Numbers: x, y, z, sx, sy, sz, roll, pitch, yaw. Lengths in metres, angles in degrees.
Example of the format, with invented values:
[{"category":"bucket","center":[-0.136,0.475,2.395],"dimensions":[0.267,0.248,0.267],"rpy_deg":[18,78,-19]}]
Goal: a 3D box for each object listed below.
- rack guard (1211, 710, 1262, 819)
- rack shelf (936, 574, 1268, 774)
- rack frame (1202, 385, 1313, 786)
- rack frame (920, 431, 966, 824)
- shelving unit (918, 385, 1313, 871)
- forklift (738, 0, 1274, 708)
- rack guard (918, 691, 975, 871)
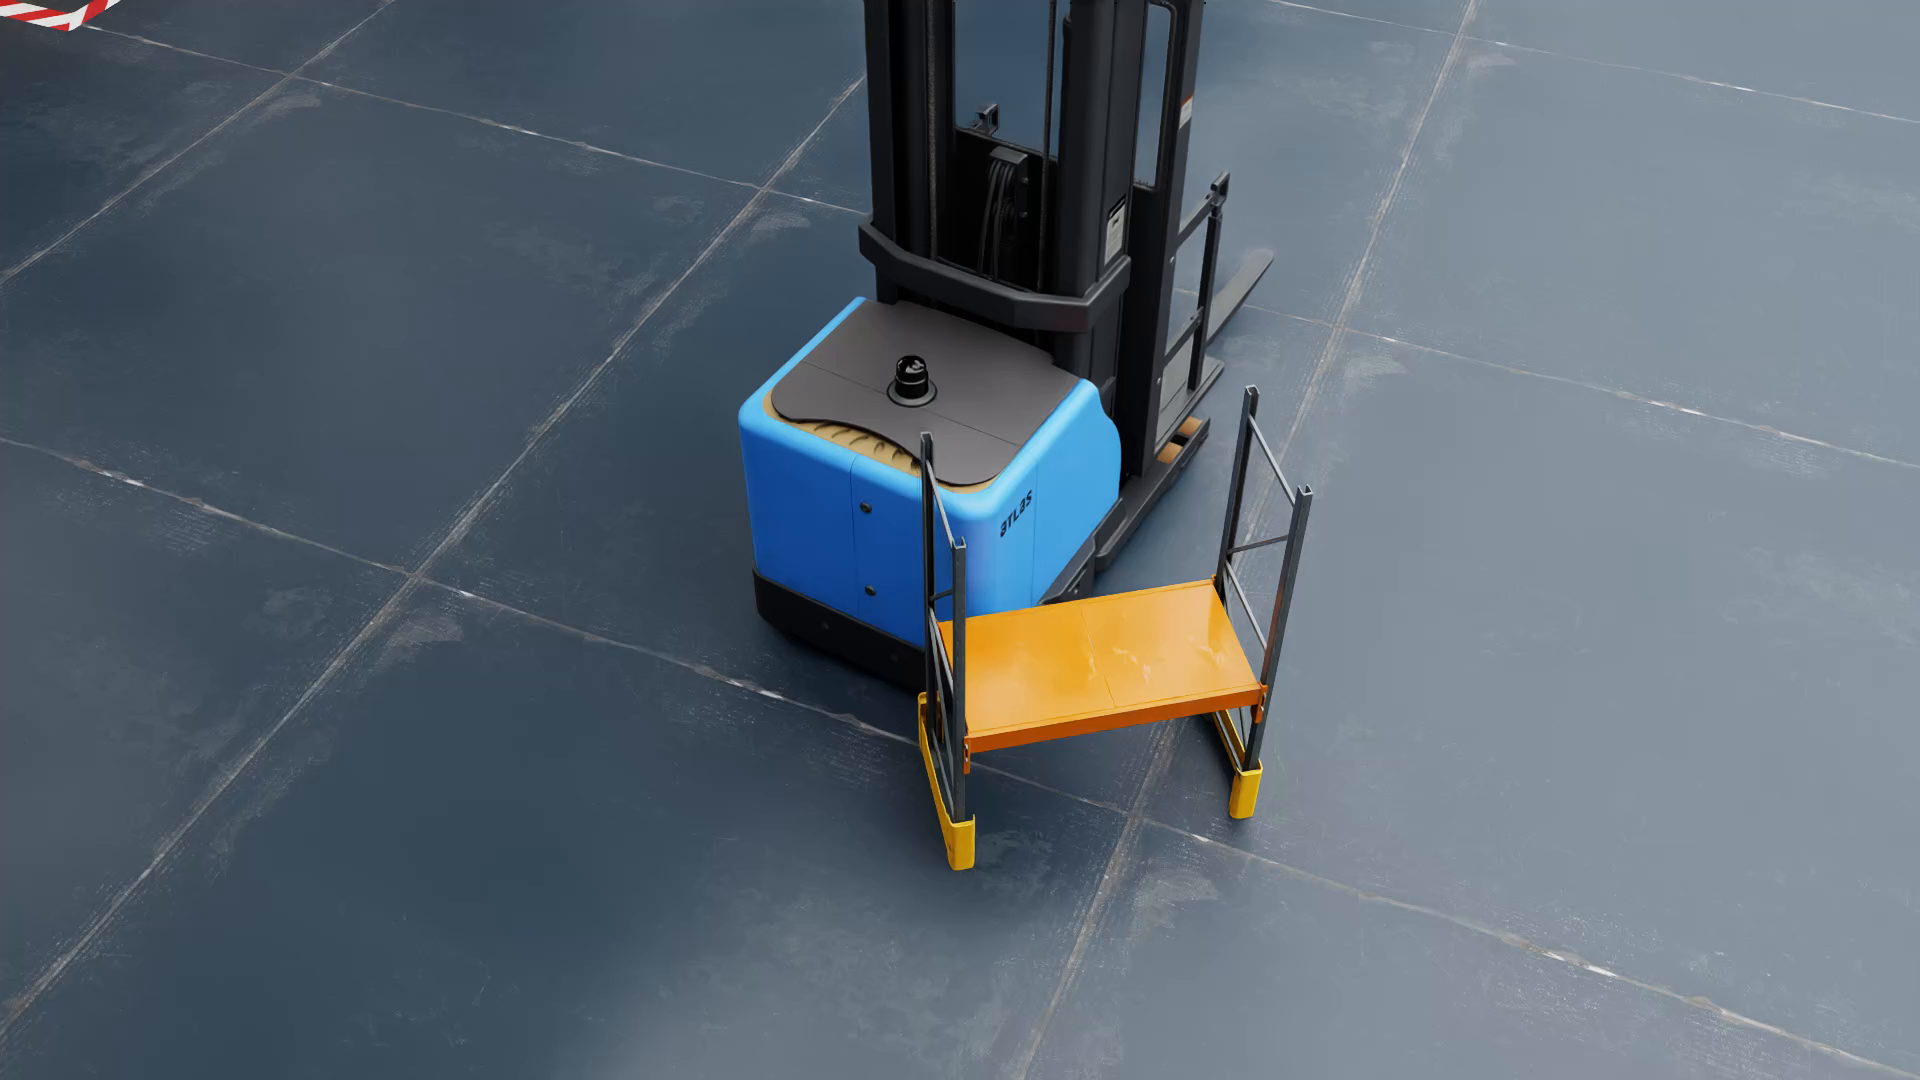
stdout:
[{"category":"rack guard","center":[0.924,0.676,5.894],"dimensions":[0.087,0.250,0.587],"rpy_deg":[-9,46,-9]},{"category":"rack shelf","center":[0.446,0.433,5.506],"dimensions":[1.000,0.185,0.538],"rpy_deg":[-9,46,-9]},{"category":"rack frame","center":[0.943,0.230,5.456],"dimensions":[0.032,1.500,0.500],"rpy_deg":[-9,46,-9]},{"category":"rack frame","center":[-0.051,0.381,5.303],"dimensions":[0.032,1.500,0.500],"rpy_deg":[-9,46,-9]},{"category":"shelving unit","center":[0.437,0.307,5.378],"dimensions":[1.083,1.500,0.587],"rpy_deg":[-9,46,-9]},{"category":"forklift","center":[0.409,-1.439,6.118],"dimensions":[1.130,2.935,3.031],"rpy_deg":[23,49,21]},{"category":"rack guard","center":[-0.049,0.824,5.744],"dimensions":[0.087,0.250,0.587],"rpy_deg":[-9,46,-9]}]
